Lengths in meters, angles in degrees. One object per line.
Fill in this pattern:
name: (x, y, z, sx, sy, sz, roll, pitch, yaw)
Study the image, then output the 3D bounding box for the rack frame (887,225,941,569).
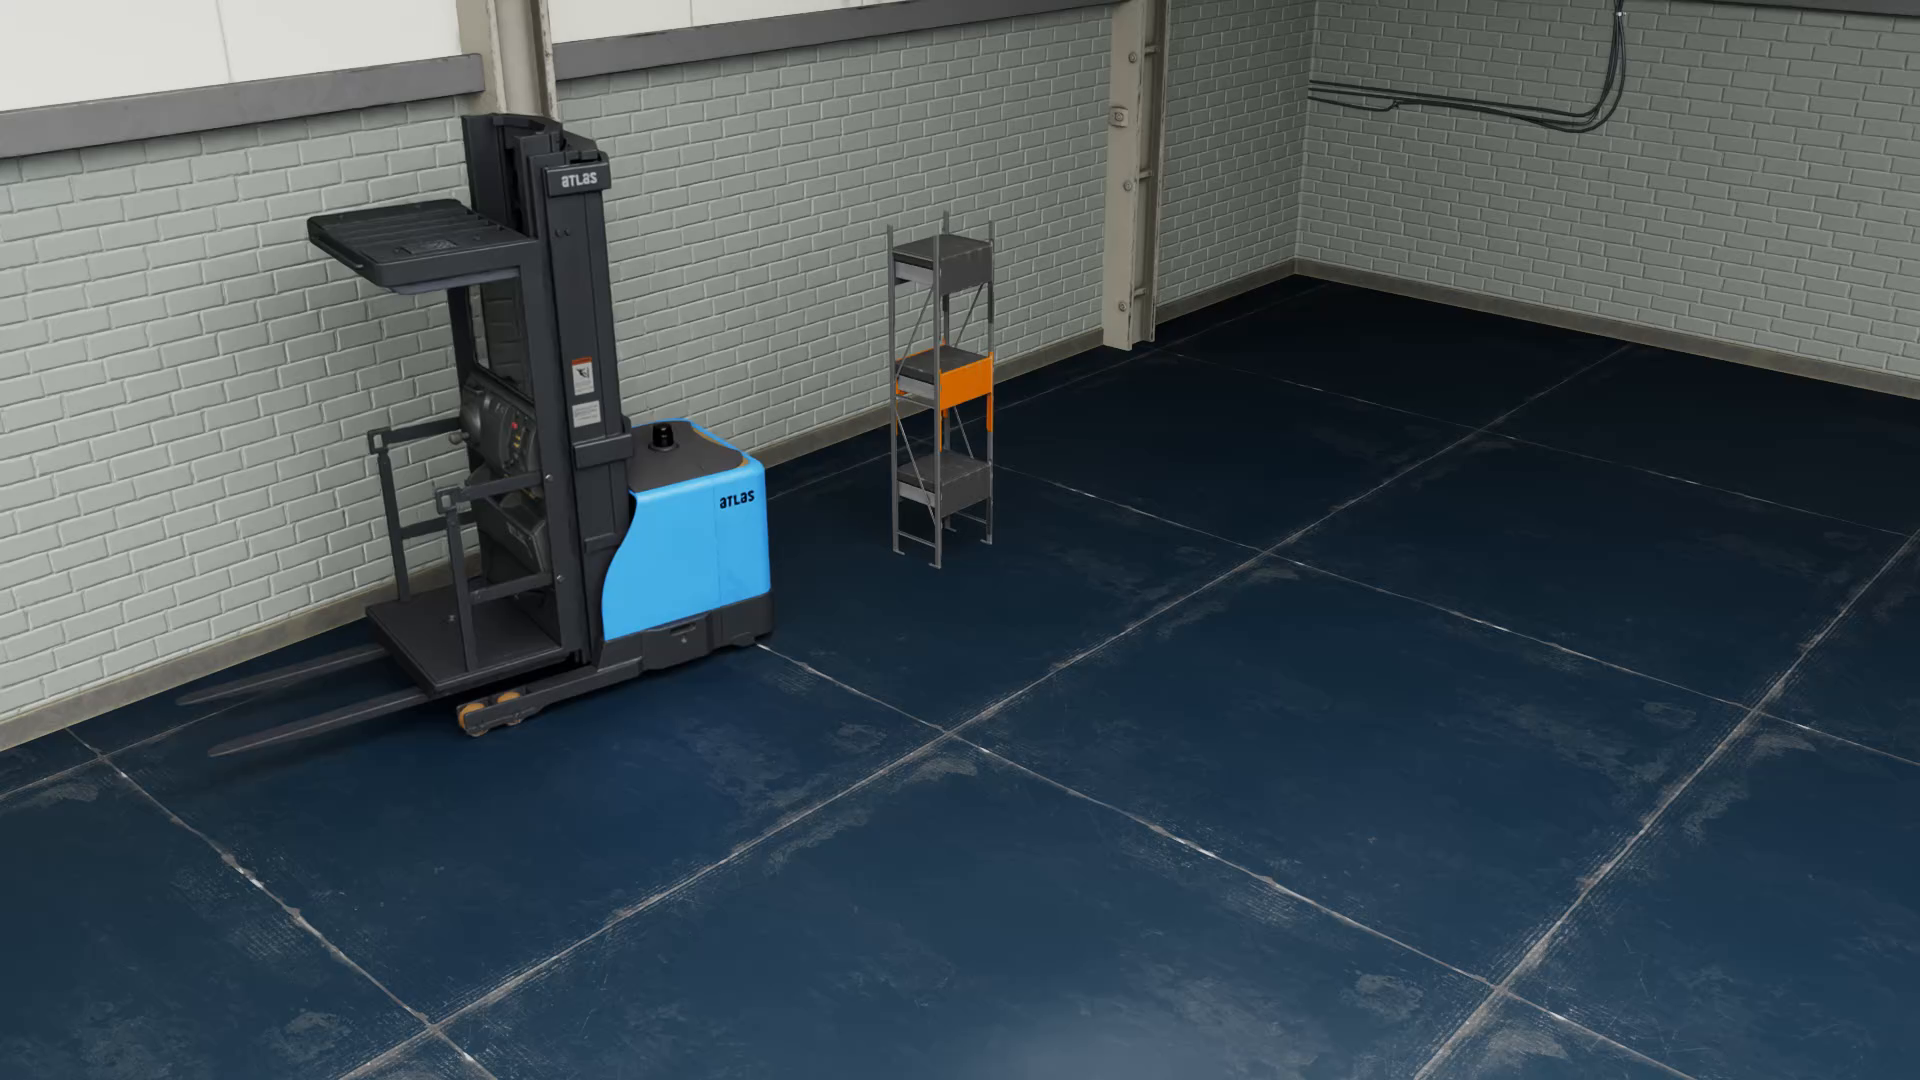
rack frame: (-0.273, -0.833, 10.042, 0.400, 2.100, 0.015, 20, 31, 38)

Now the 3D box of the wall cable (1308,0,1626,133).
wall cable: (4.425, -4.967, 14.625, 3.097, 2.526, 0.112, 20, 31, 38)

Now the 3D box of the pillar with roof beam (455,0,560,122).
pillar with roof beam: (0.676, -2.844, 6.094, 9.100, 9.000, 0.400, 20, 31, 38)

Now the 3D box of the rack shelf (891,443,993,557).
rack shelf: (-0.110, -0.256, 10.500, 0.431, 0.518, 0.480, 20, 31, 38)

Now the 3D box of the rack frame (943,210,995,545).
rack frame: (0.052, -0.982, 10.374, 0.400, 2.100, 0.015, 20, 31, 38)

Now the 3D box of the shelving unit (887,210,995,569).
shelving unit: (-0.110, -0.908, 10.208, 0.431, 2.100, 0.503, 20, 31, 38)

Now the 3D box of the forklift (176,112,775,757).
forklift: (-2.543, -0.579, 8.458, 3.031, 2.935, 1.130, -17, 29, -33)

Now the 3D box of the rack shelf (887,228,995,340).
rack shelf: (-0.110, -1.534, 9.927, 0.431, 0.518, 0.480, 20, 31, 38)

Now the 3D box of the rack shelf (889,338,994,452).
rack shelf: (-0.110, -0.895, 10.214, 0.431, 0.518, 0.480, 20, 31, 38)

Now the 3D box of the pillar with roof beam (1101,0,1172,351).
pillar with roof beam: (4.680, -4.672, 10.171, 9.100, 9.000, 0.400, 20, 31, 38)
